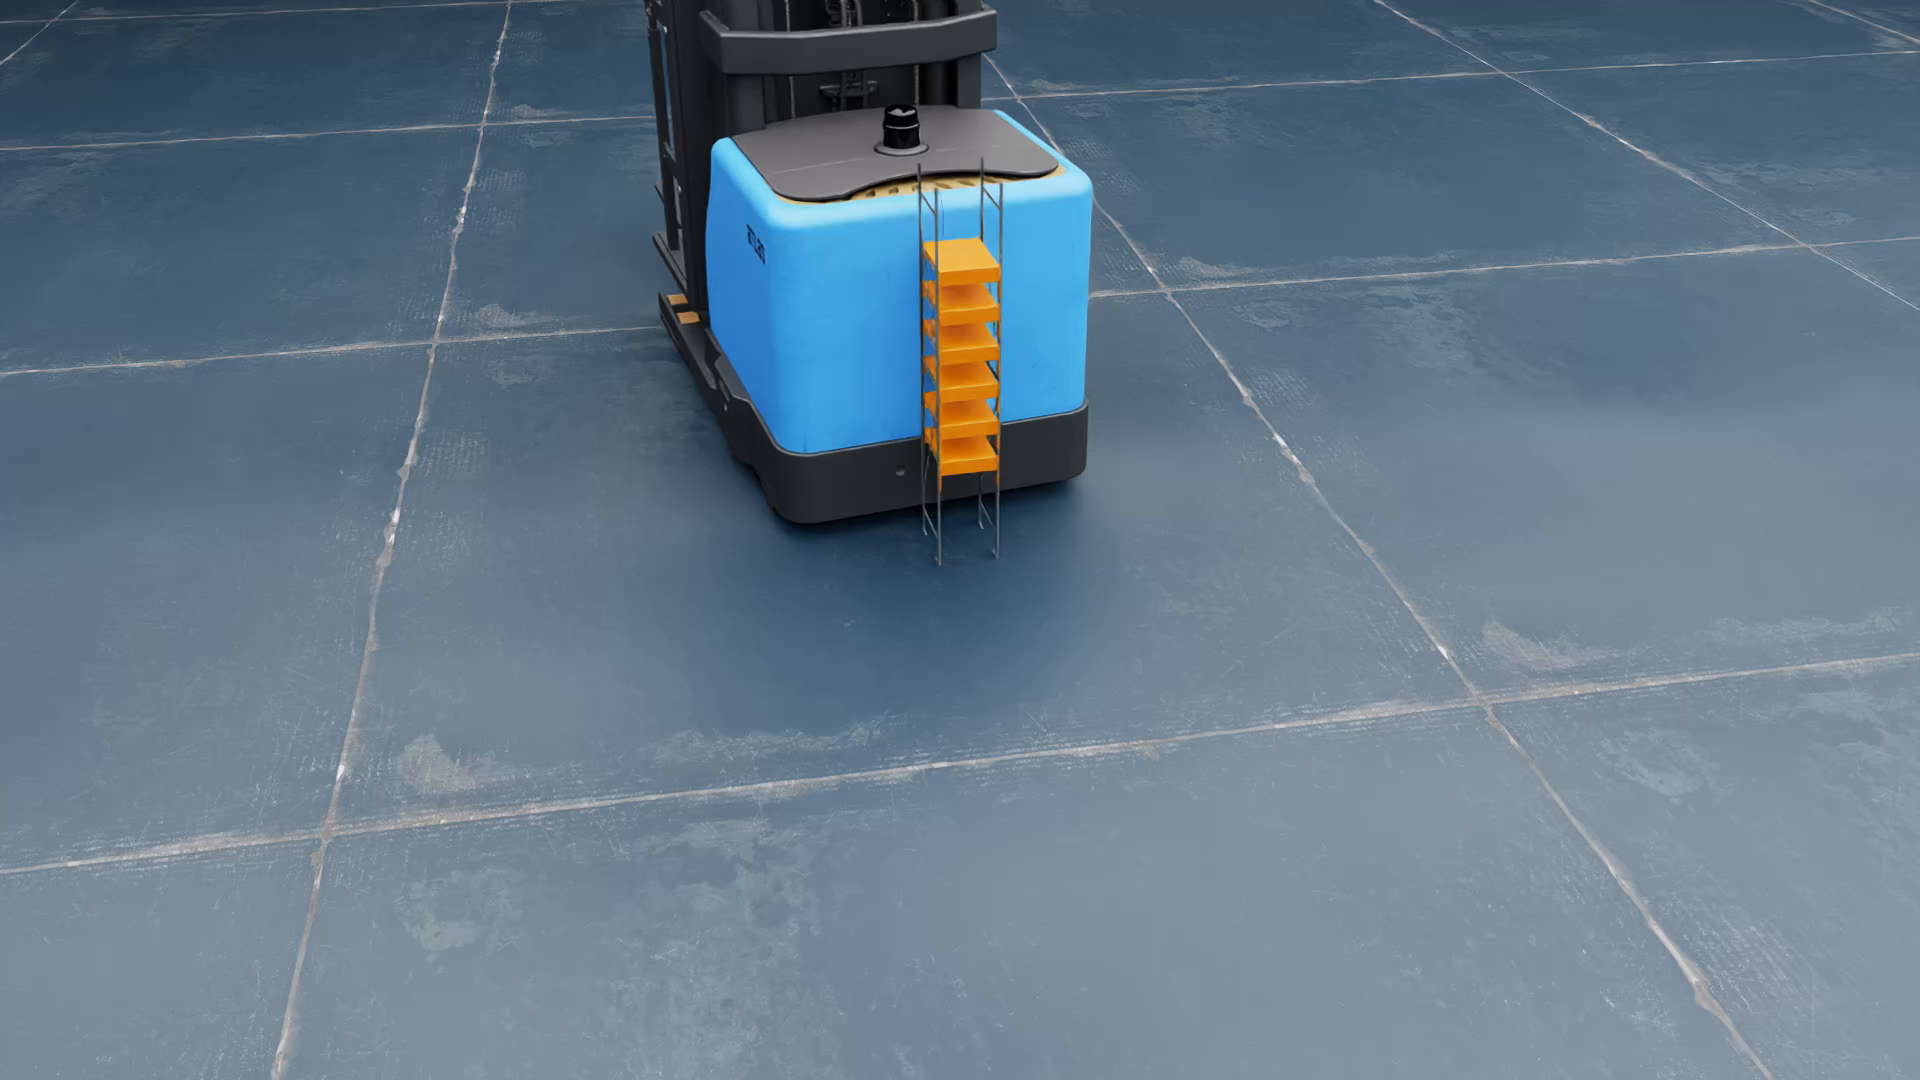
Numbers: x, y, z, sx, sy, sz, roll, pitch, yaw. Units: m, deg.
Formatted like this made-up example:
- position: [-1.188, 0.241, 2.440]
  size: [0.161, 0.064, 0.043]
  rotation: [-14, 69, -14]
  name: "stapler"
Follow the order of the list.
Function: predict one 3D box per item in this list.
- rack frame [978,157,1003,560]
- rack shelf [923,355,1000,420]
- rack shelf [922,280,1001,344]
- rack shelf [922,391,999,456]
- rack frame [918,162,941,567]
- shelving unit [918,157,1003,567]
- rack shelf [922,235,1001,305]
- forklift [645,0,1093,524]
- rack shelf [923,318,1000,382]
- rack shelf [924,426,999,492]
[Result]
- position: [0.088, -0.515, 4.943]
  size: [0.006, 1.200, 0.240]
  rotation: [-7, 31, -12]
  name: "rack frame"
- position: [-0.001, -0.466, 4.947]
  size: [0.180, 0.103, 0.258]
  rotation: [-7, 31, -12]
  name: "rack shelf"
- position: [-0.001, -0.673, 4.825]
  size: [0.180, 0.103, 0.258]
  rotation: [-7, 31, -12]
  name: "rack shelf"
- position: [-0.001, -0.363, 5.008]
  size: [0.180, 0.103, 0.258]
  rotation: [-7, 31, -12]
  name: "rack shelf"
- position: [-0.090, -0.494, 4.906]
  size: [0.006, 1.200, 0.240]
  rotation: [-7, 31, -12]
  name: "rack frame"
- position: [-0.001, -0.505, 4.924]
  size: [0.189, 1.200, 0.258]
  rotation: [-7, 31, -12]
  name: "shelving unit"
- position: [-0.001, -0.777, 4.764]
  size: [0.180, 0.103, 0.258]
  rotation: [-7, 31, -12]
  name: "rack shelf"
- position: [-0.558, -2.049, 5.843]
  size: [1.130, 2.935, 3.031]
  rotation: [-10, 32, -17]
  name: "forklift"
- position: [-0.001, -0.570, 4.886]
  size: [0.180, 0.103, 0.258]
  rotation: [-7, 31, -12]
  name: "rack shelf"
- position: [-0.001, -0.259, 5.069]
  size: [0.180, 0.103, 0.258]
  rotation: [-7, 31, -12]
  name: "rack shelf"
